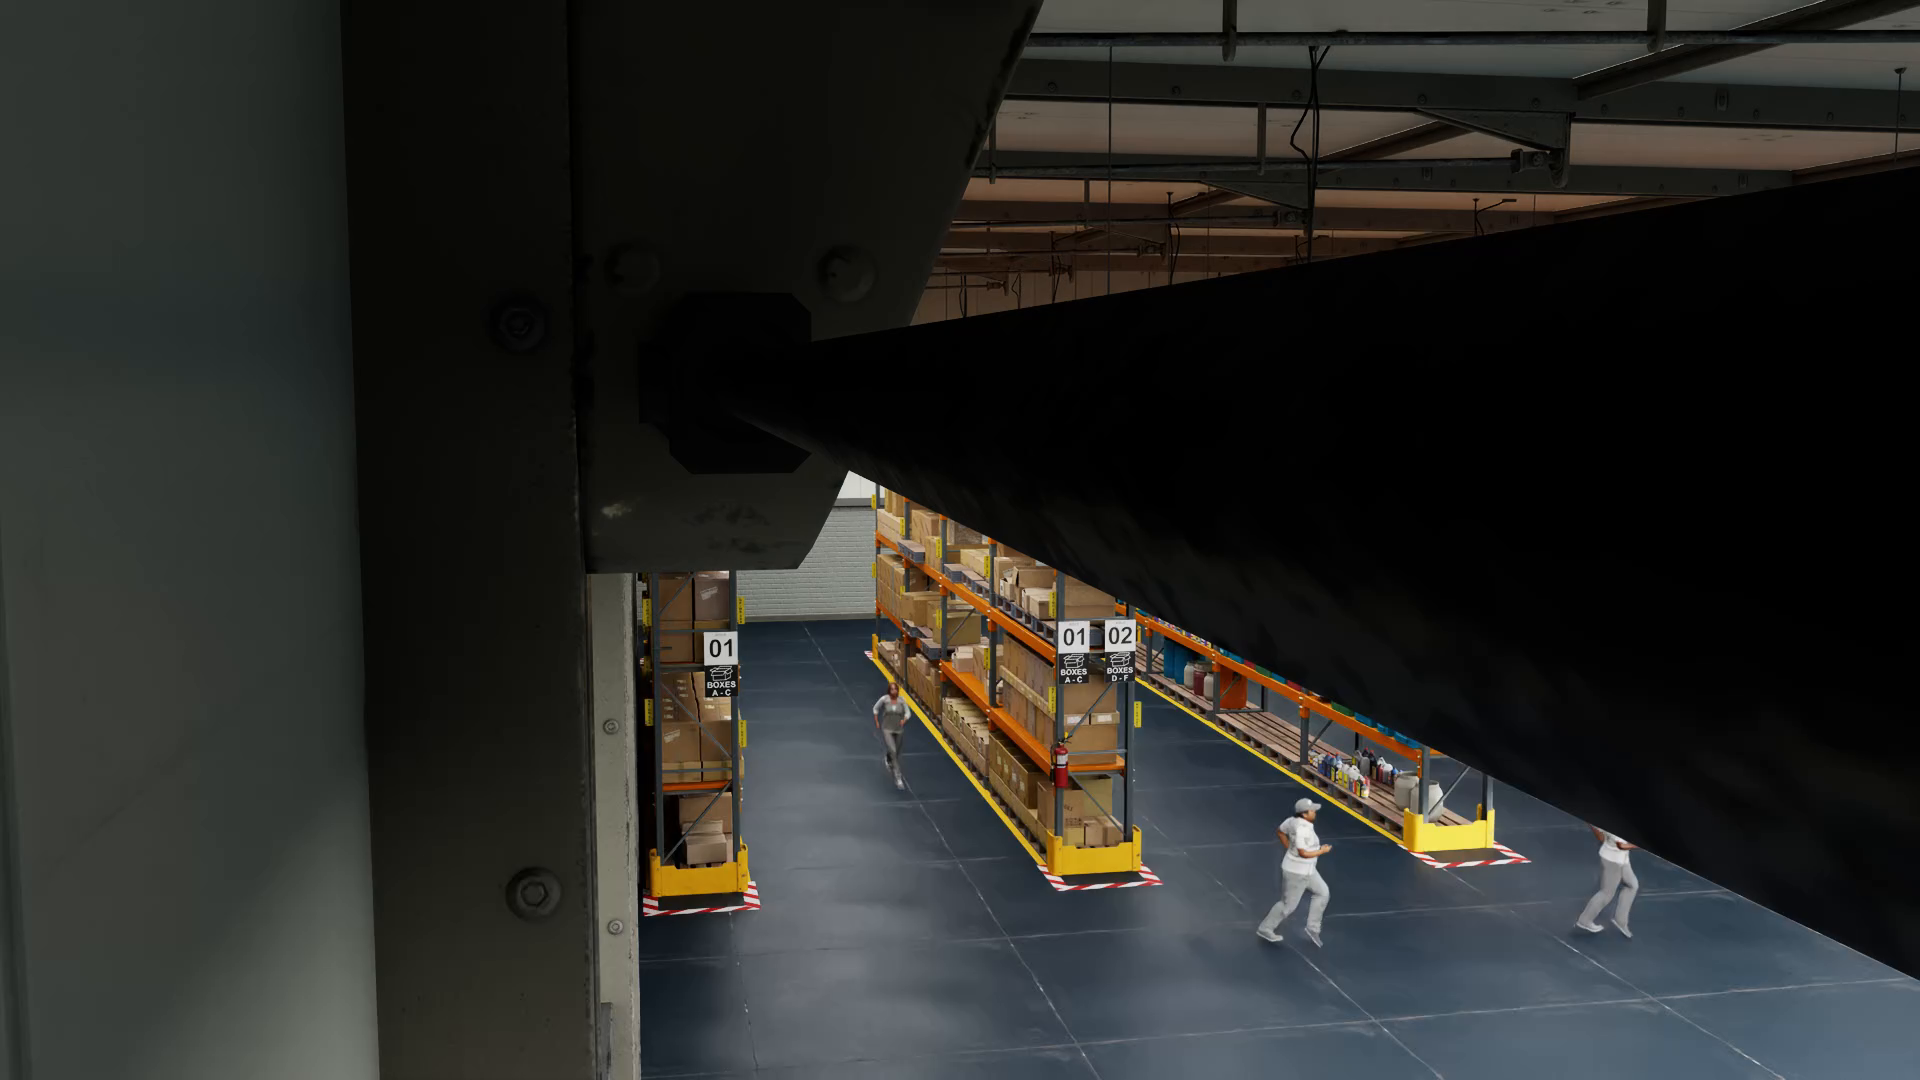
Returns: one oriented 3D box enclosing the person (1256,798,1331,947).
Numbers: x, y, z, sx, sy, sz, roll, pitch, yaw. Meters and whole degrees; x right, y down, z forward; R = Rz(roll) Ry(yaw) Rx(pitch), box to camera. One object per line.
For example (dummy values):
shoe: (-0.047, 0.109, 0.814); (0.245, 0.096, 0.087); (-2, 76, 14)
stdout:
person: (3.652, 3.661, 18.179); (0.788, 1.710, 0.582); (1, 6, 13)

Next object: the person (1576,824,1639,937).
person: (7.284, 3.605, 18.518); (0.748, 1.748, 0.554); (1, 6, 14)

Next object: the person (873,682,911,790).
person: (-1.032, 2.938, 25.399); (0.558, 1.578, 0.920); (-2, 6, -15)
